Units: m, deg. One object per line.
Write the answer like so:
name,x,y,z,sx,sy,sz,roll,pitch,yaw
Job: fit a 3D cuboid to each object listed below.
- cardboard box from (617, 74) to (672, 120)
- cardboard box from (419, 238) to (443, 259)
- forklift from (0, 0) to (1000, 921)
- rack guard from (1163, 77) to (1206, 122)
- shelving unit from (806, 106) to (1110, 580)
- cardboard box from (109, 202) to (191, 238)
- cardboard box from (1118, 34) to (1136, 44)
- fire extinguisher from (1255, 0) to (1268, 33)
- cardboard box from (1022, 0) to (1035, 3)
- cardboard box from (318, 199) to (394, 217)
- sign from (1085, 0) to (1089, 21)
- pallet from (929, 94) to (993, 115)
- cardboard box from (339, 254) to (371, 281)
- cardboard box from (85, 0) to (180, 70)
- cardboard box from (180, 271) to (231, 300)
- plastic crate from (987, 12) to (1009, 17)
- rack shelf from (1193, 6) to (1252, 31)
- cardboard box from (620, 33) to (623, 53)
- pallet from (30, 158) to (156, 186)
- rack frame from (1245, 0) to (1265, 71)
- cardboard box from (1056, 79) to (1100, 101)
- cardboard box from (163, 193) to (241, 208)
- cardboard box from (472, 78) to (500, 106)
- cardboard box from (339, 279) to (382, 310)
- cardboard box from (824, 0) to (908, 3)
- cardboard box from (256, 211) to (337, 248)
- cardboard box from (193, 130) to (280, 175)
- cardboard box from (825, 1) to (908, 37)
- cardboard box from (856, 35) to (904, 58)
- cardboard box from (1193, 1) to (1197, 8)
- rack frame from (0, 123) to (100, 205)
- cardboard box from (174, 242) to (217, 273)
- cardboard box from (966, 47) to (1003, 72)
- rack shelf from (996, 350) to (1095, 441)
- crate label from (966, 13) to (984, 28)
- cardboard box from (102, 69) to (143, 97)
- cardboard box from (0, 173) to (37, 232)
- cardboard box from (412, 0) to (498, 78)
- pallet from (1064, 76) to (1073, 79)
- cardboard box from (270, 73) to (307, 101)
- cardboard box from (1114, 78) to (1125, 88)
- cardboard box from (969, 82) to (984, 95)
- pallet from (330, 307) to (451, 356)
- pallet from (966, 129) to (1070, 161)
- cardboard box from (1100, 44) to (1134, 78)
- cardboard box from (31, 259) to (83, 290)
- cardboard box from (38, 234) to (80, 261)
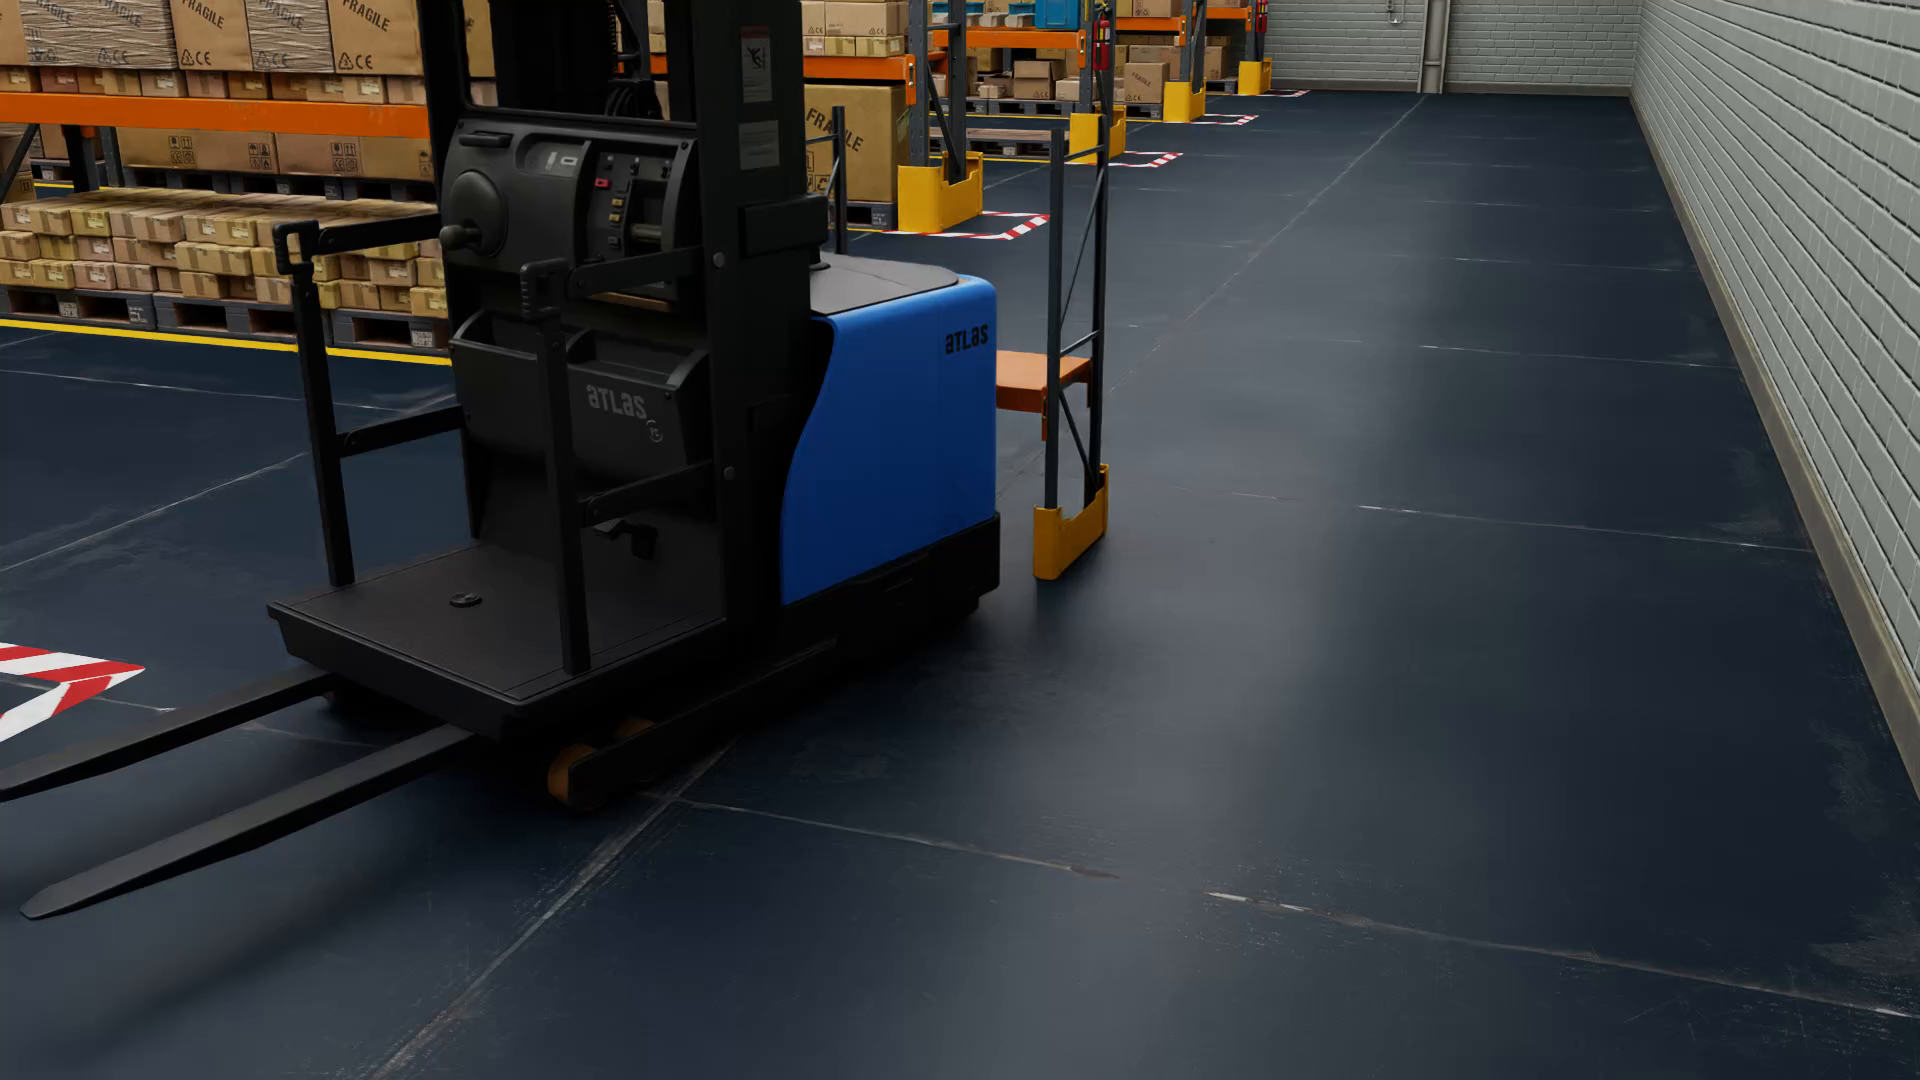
cardboard box,-2.502,-3.430,13.948,0.875,0.875,0.875,7,20,18
cardboard box,-2.695,-1.621,8.959,0.250,0.149,0.380,7,20,19
forklift,-1.166,-0.891,4.180,1.130,2.935,3.031,14,24,35
rack guard,3.012,-5.903,22.252,0.348,0.500,1.175,7,20,18
shelving unit,-0.058,-0.730,5.892,1.083,1.500,0.587,8,21,22
cardboard box,-4.665,-1.847,9.607,0.250,0.149,0.380,6,20,17
cardboard box,2.759,-8.197,27.210,0.250,0.149,0.380,6,20,17
fire extinguisher,4.697,-8.244,25.853,0.183,0.674,0.296,7,20,18
cardboard box,1.135,-7.252,22.170,0.500,0.500,0.500,6,20,17
cardboard box,-3.527,-1.896,9.747,0.250,0.149,0.380,7,20,19
sign,1.290,-5.440,16.878,0.005,0.325,0.100,7,20,18
pallet,-0.046,-6.116,23.302,1.213,0.211,1.003,7,20,18
cardboard box,-3.198,-1.542,9.184,0.250,0.149,0.380,6,20,17
cardboard box,-4.353,-2.836,9.050,0.500,0.500,0.500,6,20,17
cardboard box,-4.195,-1.482,9.464,0.250,0.149,0.380,6,20,17
plastic crate,0.413,-5.702,18.187,0.298,0.136,0.250,7,20,18
rack shelf,2.817,-8.492,26.975,4.000,0.370,1.077,7,20,18
cardboard box,-2.554,-4.034,13.474,0.250,0.149,0.380,7,20,19
pallet,-8.465,-3.628,16.164,1.213,0.211,1.003,7,20,18
rack frame,4.706,-8.616,26.237,0.127,3.000,1.000,7,20,18
cardboard box,1.602,-6.079,22.468,0.500,0.250,0.500,7,20,18
cardboard box,-4.539,-1.980,9.989,0.250,0.149,0.380,7,20,20
cardboard box,-2.294,-2.293,8.480,0.250,0.149,0.380,7,20,18
cardboard box,-3.194,-1.383,9.180,0.250,0.149,0.380,7,20,19
cardboard box,-0.717,-4.390,12.751,0.500,0.500,0.500,7,20,19
cardboard box,-3.690,-1.732,9.277,0.250,0.149,0.380,6,20,16
cardboard box,-6.243,-3.875,15.227,0.875,0.875,1.225,7,20,18
cardboard box,-0.715,-4.035,12.872,0.500,0.250,0.500,6,20,17
cardboard box,-0.615,-3.813,12.840,0.250,0.149,0.380,7,20,19
cardboard box,3.530,-8.885,26.552,0.700,0.700,0.980,6,20,18
rack frame,-5.672,-2.897,9.829,0.127,3.000,1.000,7,20,18
cardboard box,-4.201,-1.622,9.414,0.250,0.149,0.380,6,20,18
cardboard box,0.271,-8.261,27.847,0.750,0.750,0.750,7,20,19
rack shelf,-0.066,-0.562,5.955,1.000,0.185,0.538,8,21,22
crate label,0.085,-5.530,17.692,0.243,0.136,0.396,7,20,18
cardboard box,-4.503,-2.550,9.215,0.250,0.149,0.380,7,20,19
cardboard box,-6.283,-2.077,10.637,0.500,0.500,0.500,7,21,20
cardboard box,-2.403,-2.621,8.434,0.500,0.500,0.500,7,20,19
pallet,1.620,-7.625,27.630,1.213,0.211,1.003,7,20,18
cardboard box,-3.482,-2.460,8.958,0.250,0.149,0.380,6,20,16
cardboard box,2.191,-6.186,22.774,0.500,0.250,0.500,7,20,18
cardboard box,0.311,-6.374,23.468,0.250,0.149,0.380,7,20,18
pallet,-2.721,-1.255,9.355,1.213,0.211,1.003,7,20,18
pallet,0.689,-4.320,18.149,1.213,0.211,1.003,7,20,18
cardboard box,2.558,-7.842,27.176,0.500,0.500,0.700,7,20,19
cardboard box,-5.182,-1.581,9.747,0.250,0.149,0.380,7,20,20
cardboard box,-5.166,-1.751,9.784,0.250,0.149,0.380,7,20,18
